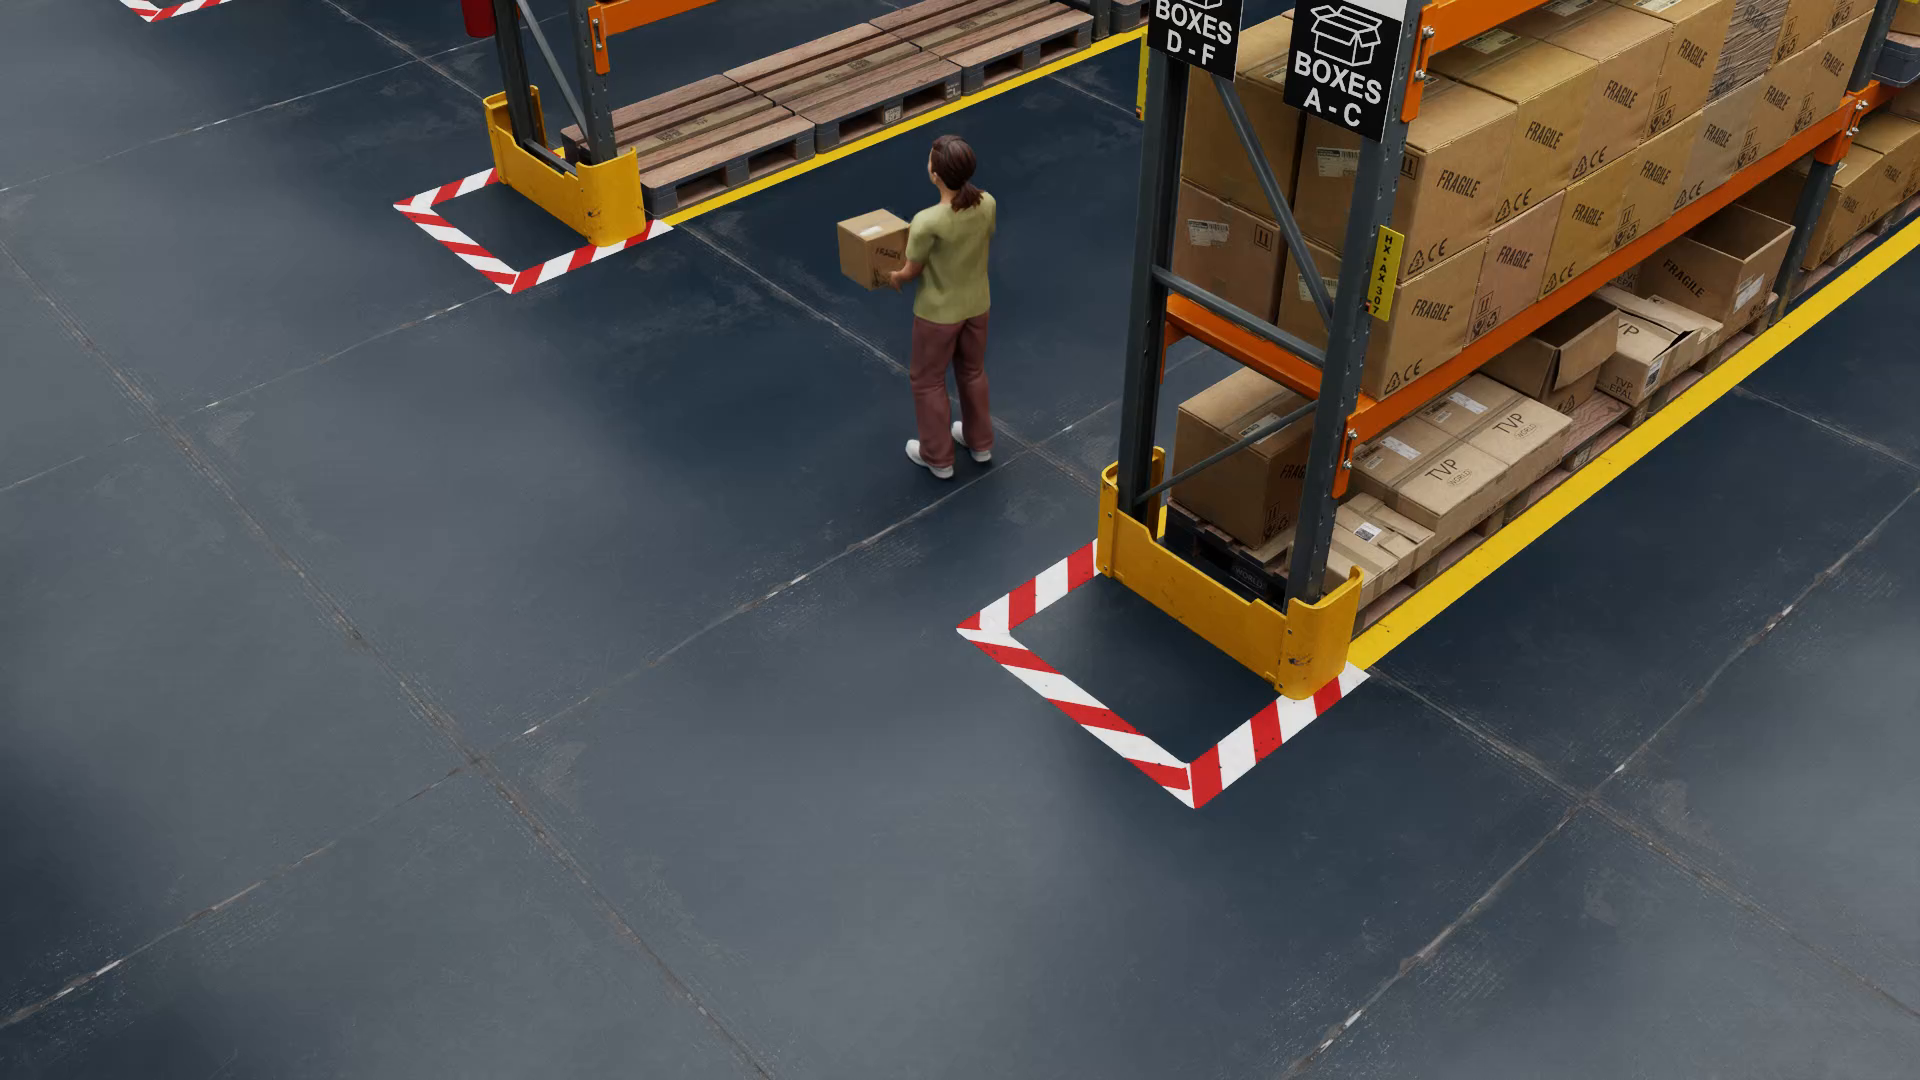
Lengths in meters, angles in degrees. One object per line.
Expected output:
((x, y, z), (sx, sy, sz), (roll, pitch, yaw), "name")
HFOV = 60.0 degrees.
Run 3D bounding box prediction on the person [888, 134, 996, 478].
((-0.077, -1.051, 7.410), (0.459, 1.674, 0.499), (-24, 46, -26), "person")
